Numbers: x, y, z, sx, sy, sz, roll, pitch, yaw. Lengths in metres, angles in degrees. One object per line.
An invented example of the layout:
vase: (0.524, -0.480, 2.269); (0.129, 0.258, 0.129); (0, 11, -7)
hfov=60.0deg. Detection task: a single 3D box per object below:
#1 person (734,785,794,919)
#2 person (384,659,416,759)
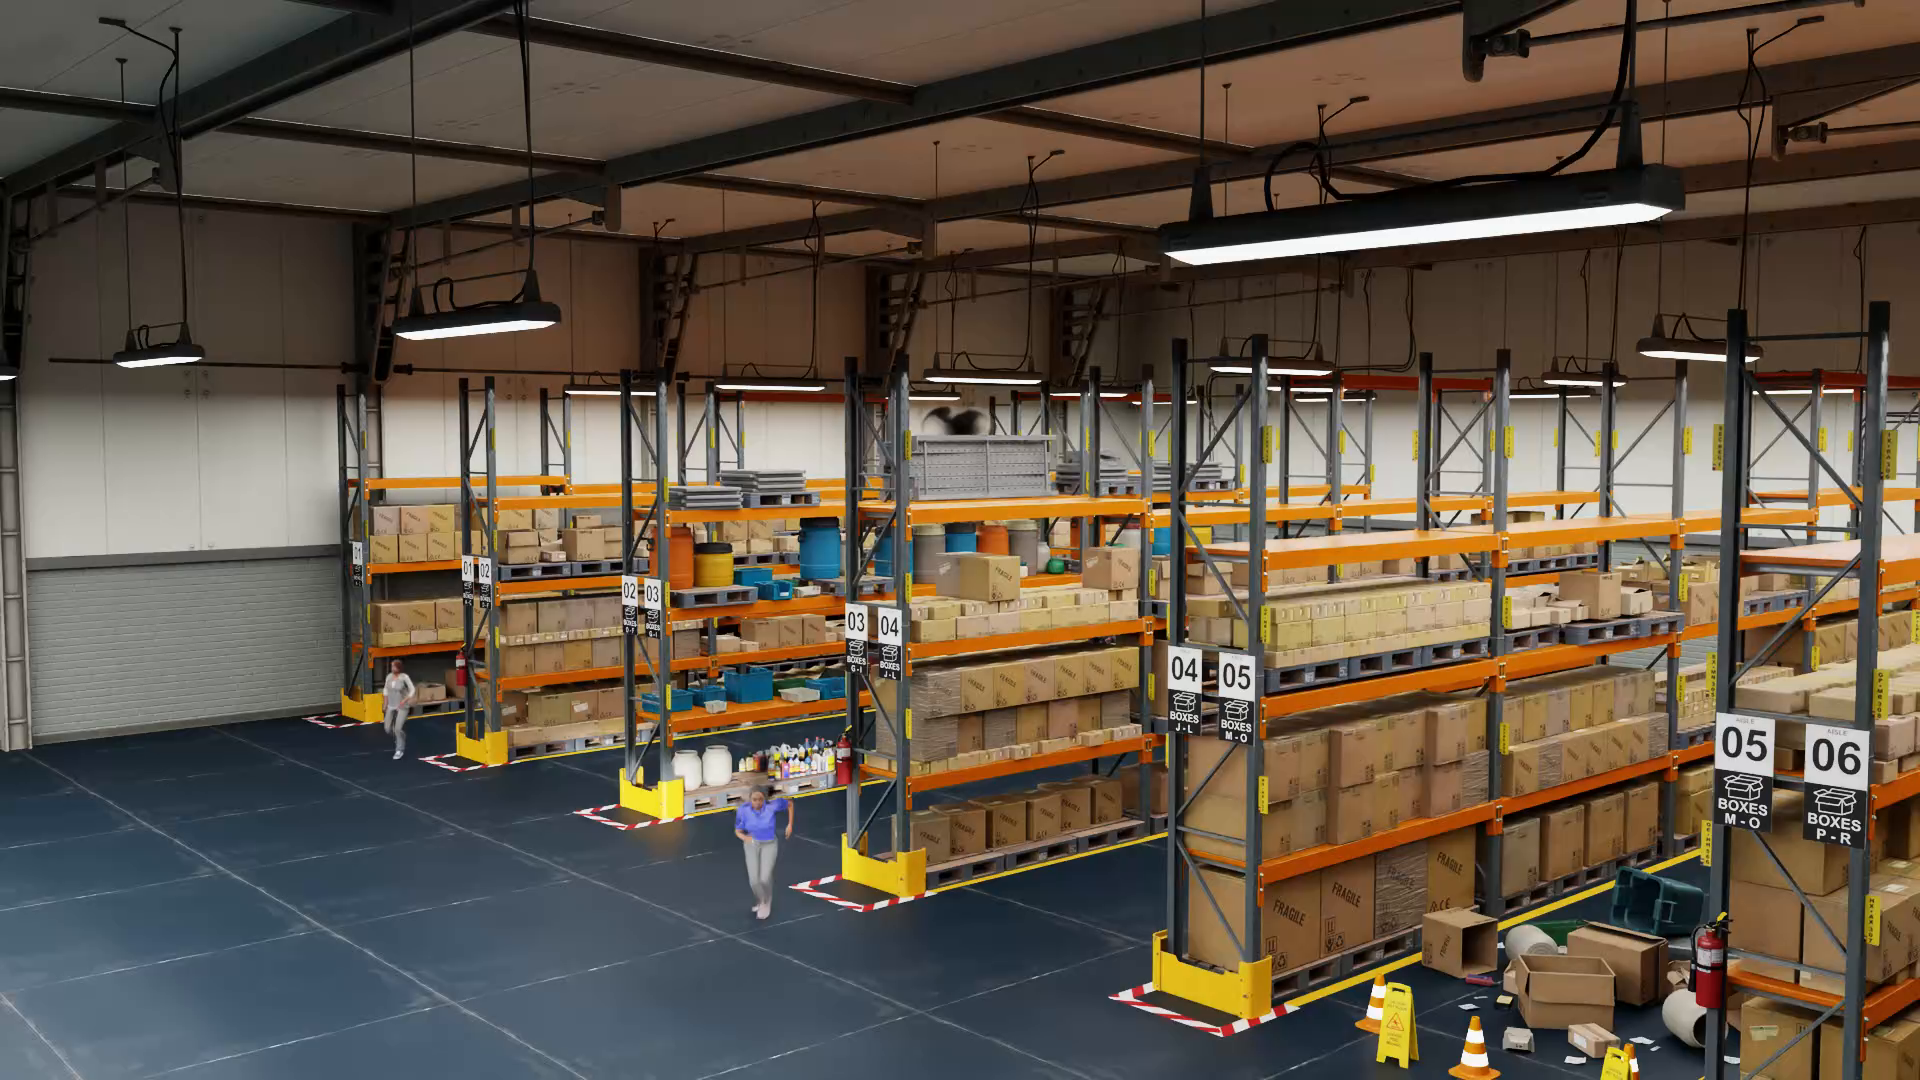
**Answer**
person: (-2.051, 3.261, 17.447); (0.601, 1.506, 0.890); (0, 4, -1)
person: (-8.880, 2.664, 26.316); (0.554, 1.572, 0.538); (0, 4, 7)
